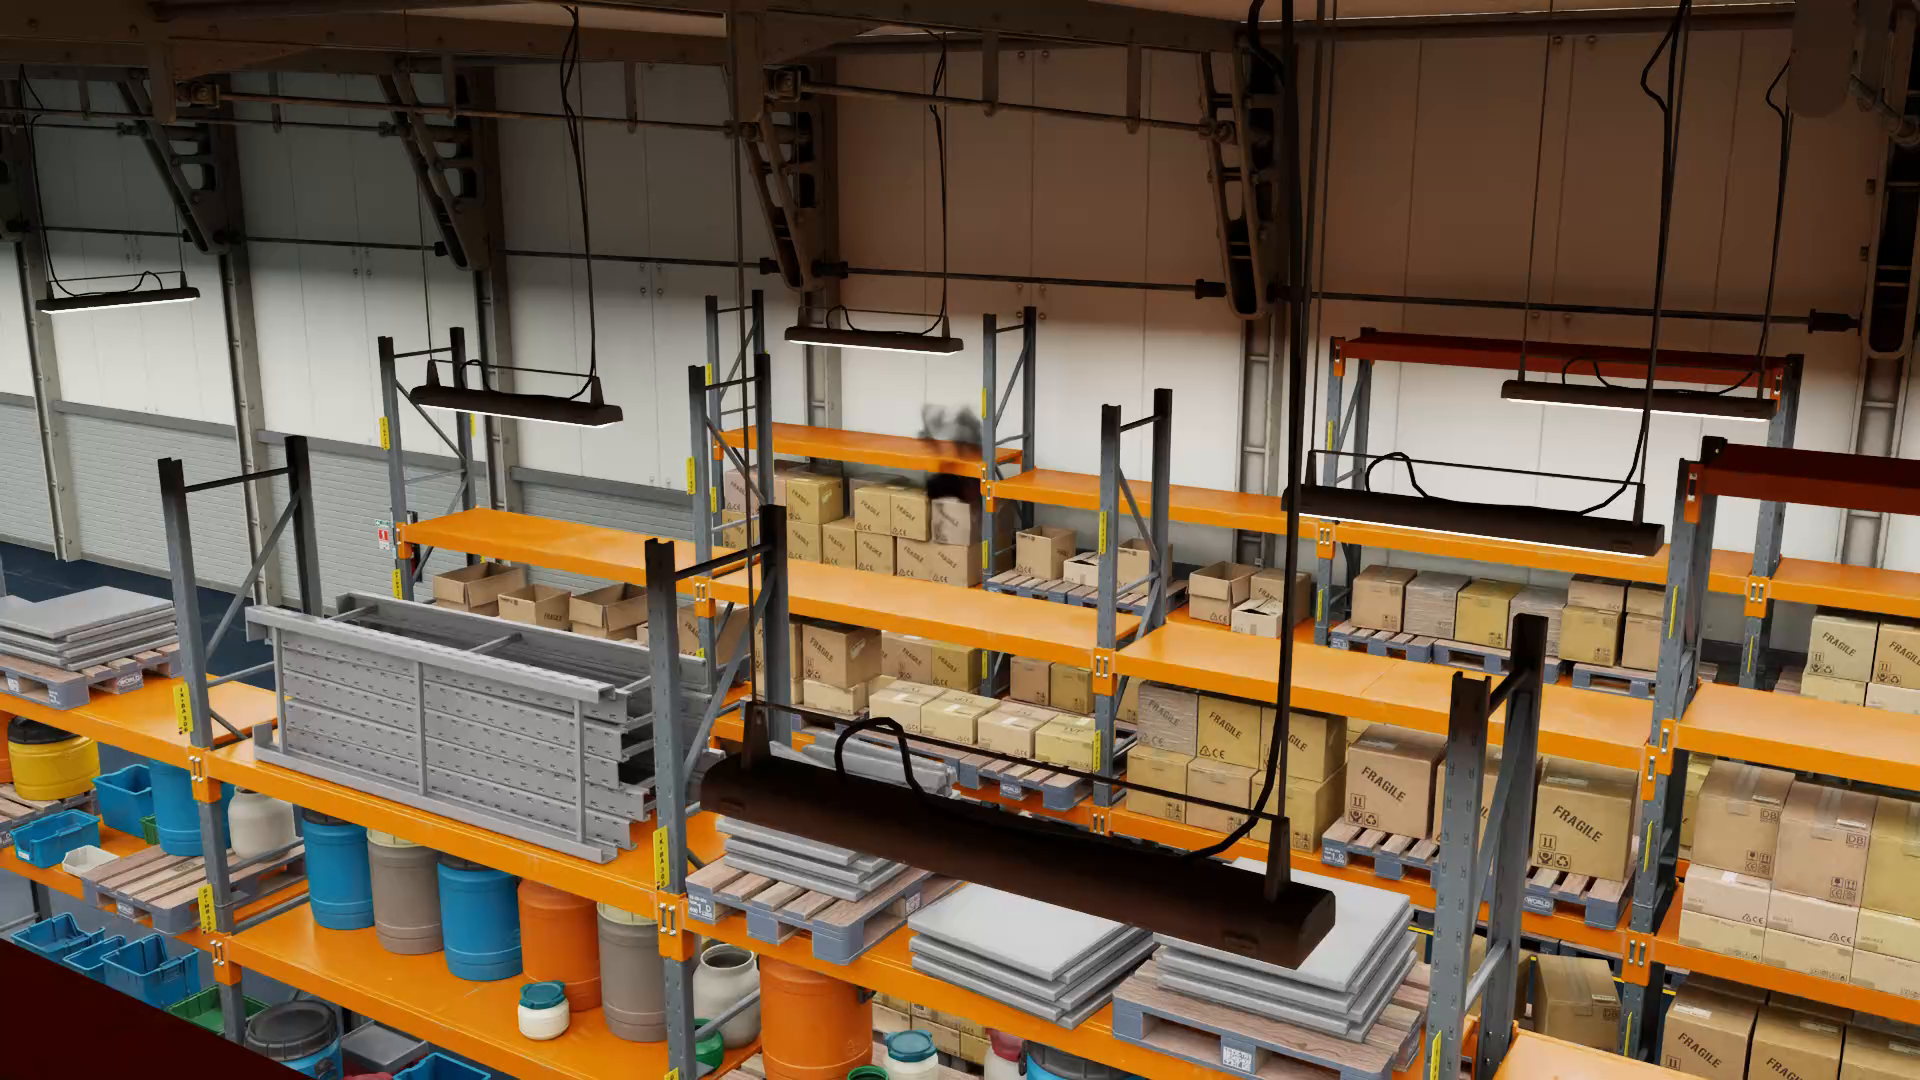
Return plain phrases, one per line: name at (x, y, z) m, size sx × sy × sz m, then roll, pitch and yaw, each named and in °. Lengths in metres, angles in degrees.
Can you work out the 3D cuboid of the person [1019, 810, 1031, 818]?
person at (0.579, 3.232, 16.352) m, size 0.669 × 1.709 × 0.632 m, roll 5°, pitch 15°, yaw 20°
